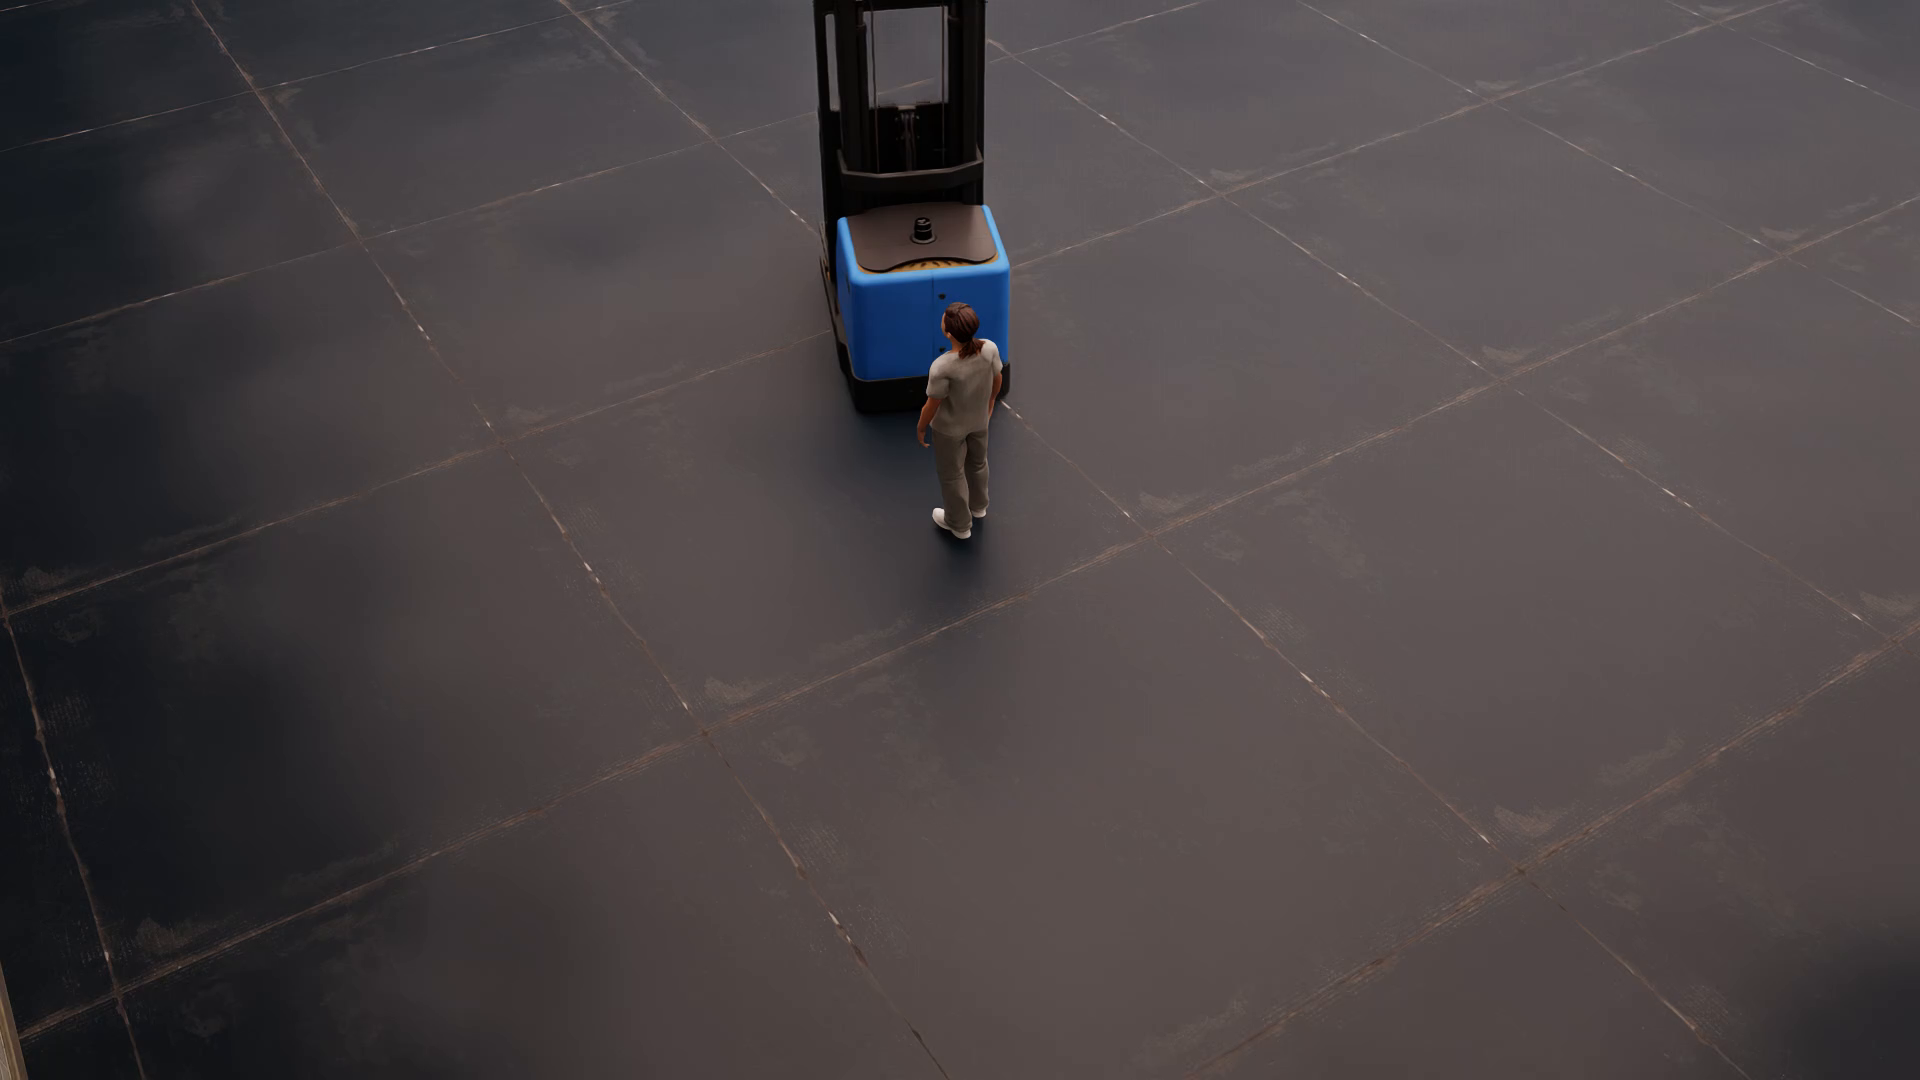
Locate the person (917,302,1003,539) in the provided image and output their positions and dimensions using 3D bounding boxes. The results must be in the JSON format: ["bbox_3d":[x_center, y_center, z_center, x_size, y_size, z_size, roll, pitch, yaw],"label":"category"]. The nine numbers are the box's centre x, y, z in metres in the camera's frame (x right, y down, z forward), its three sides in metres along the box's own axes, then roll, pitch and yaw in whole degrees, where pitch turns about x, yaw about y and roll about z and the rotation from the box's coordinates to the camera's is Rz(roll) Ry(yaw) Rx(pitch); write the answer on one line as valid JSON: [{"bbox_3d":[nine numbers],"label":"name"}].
[{"bbox_3d":[-0.028,-0.708,9.571,0.549,1.665,0.549,-23,46,-24],"label":"person"}]

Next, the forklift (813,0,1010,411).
[{"bbox_3d":[-0.425,-2.927,11.221,1.130,2.935,3.031,-6,42,-7],"label":"forklift"}]
